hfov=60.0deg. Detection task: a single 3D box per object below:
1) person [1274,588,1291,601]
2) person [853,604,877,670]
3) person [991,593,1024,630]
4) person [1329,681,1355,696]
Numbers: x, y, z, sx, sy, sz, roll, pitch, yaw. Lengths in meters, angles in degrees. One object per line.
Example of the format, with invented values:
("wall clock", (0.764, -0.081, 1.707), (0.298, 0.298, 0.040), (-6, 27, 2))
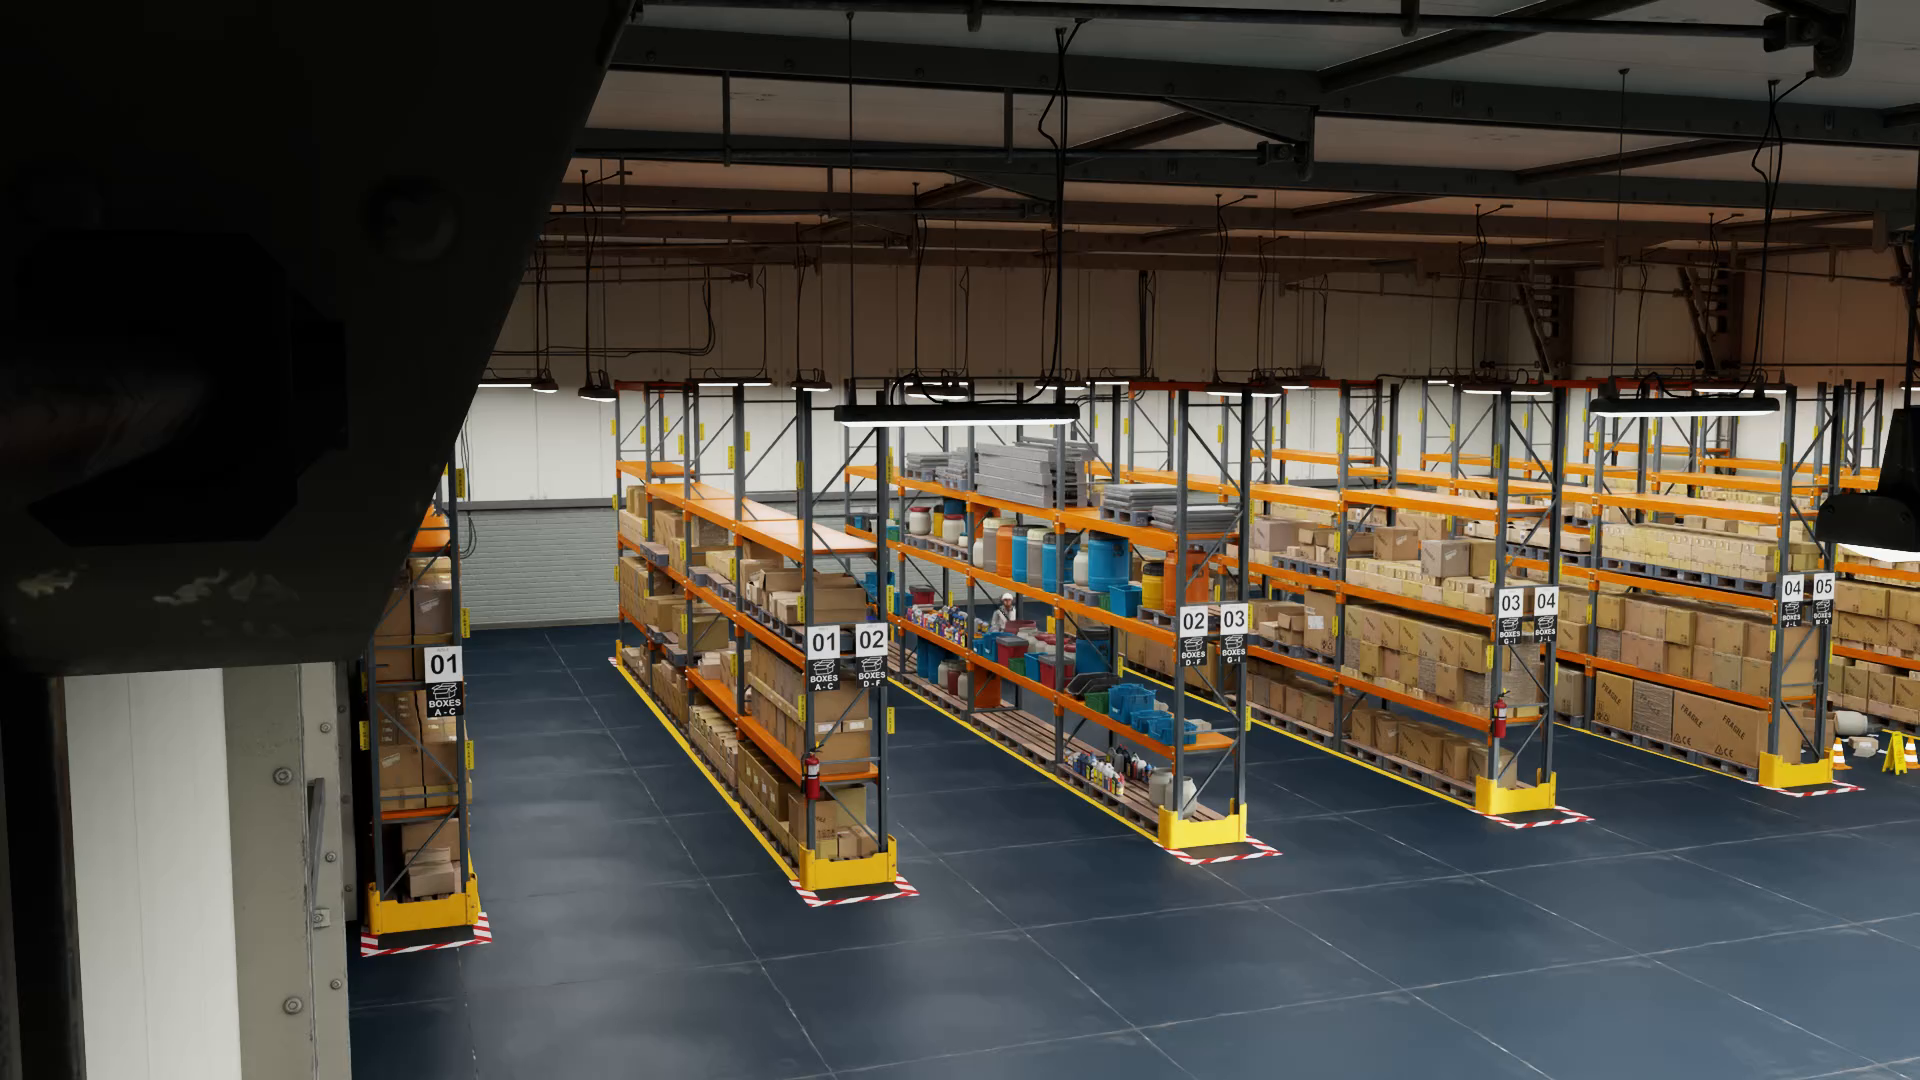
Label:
("person", (8.442, 0.854, 43.457), (0.649, 1.753, 0.563), (-4, 7, -31))
("person", (-1.800, 2.007, 31.927), (0.529, 1.550, 0.519), (-2, 7, -22))
("person", (0.958, 1.856, 33.441), (0.698, 1.634, 0.713), (-1, 6, -10))
("person", (7.324, 2.138, 31.759), (0.464, 1.635, 0.990), (-3, 7, -23))
